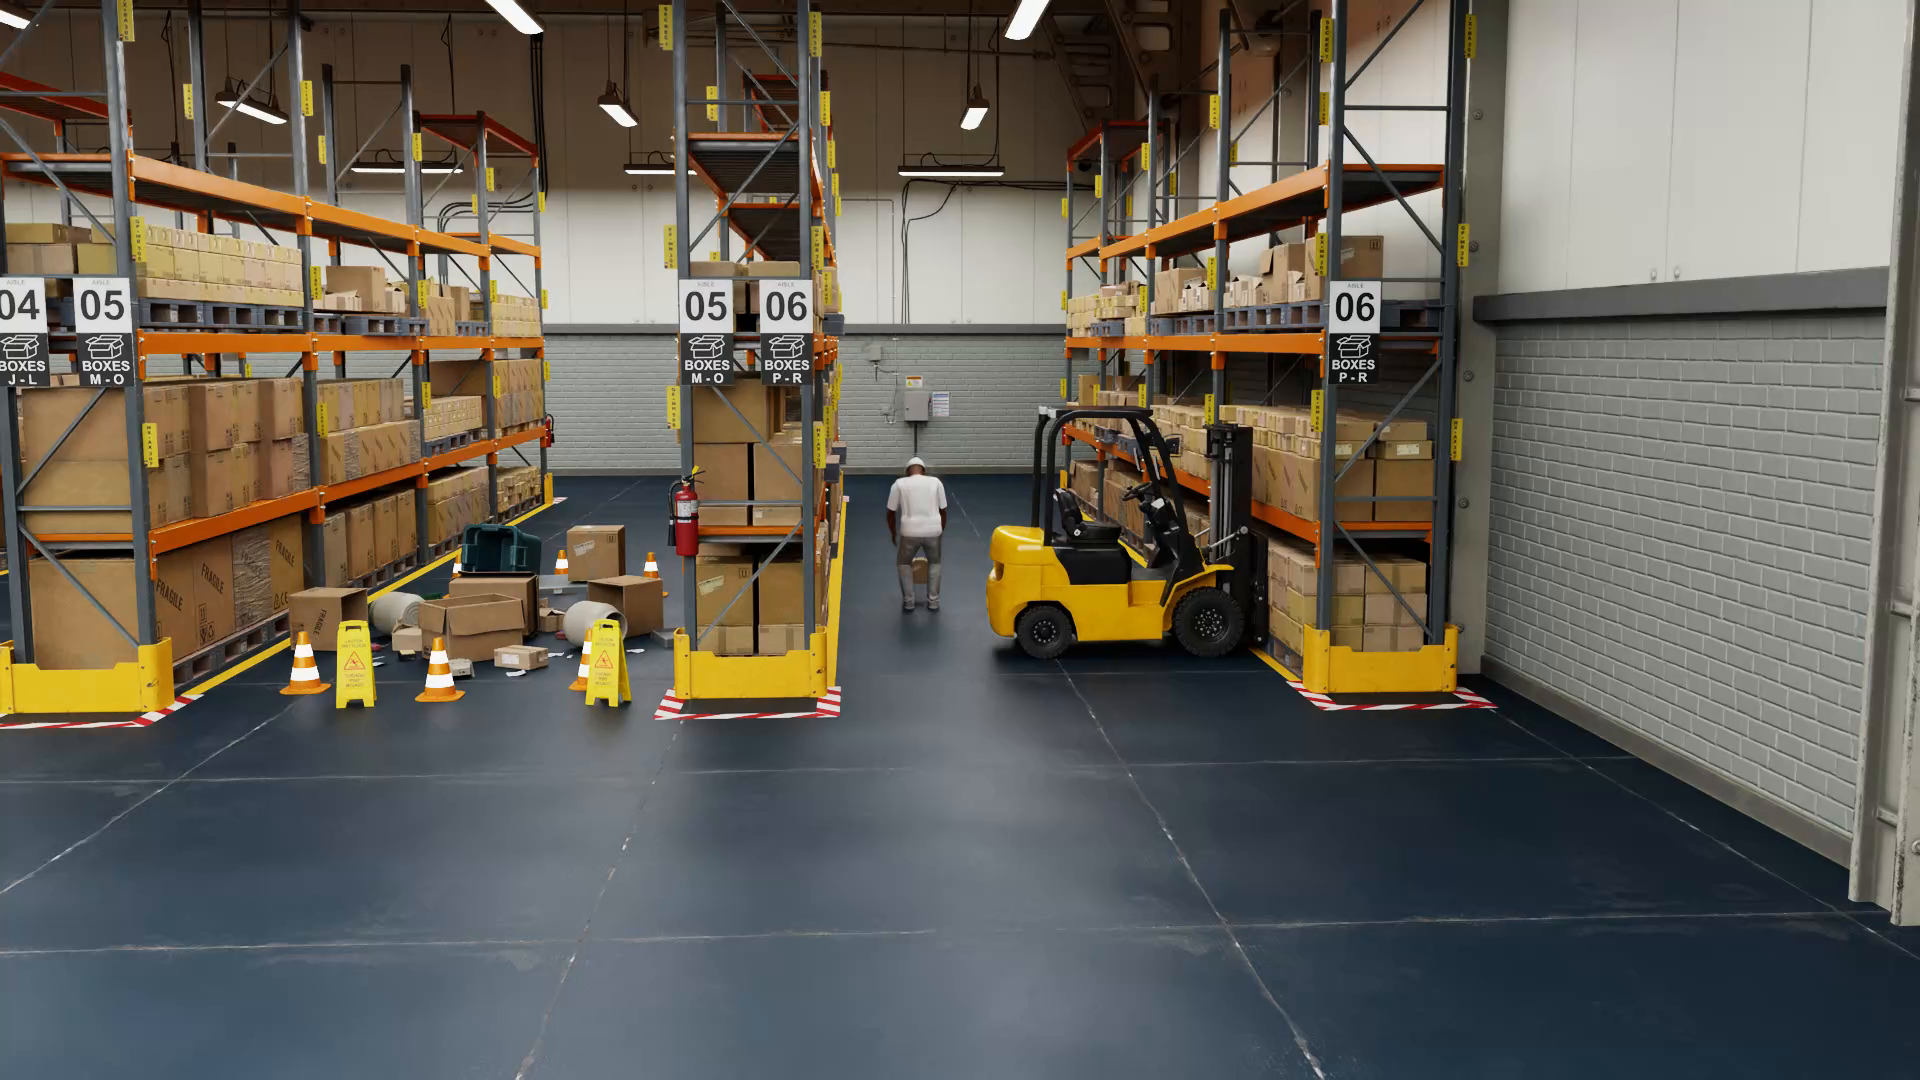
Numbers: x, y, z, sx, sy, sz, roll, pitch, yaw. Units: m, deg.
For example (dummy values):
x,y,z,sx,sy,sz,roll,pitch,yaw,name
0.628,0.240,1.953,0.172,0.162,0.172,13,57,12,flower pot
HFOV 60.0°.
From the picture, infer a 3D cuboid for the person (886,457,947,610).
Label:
x,y,z,sx,sy,sz,roll,pitch,yaw,name
-0.445,-0.068,17.159,0.625,1.543,0.666,0,7,-4,person
